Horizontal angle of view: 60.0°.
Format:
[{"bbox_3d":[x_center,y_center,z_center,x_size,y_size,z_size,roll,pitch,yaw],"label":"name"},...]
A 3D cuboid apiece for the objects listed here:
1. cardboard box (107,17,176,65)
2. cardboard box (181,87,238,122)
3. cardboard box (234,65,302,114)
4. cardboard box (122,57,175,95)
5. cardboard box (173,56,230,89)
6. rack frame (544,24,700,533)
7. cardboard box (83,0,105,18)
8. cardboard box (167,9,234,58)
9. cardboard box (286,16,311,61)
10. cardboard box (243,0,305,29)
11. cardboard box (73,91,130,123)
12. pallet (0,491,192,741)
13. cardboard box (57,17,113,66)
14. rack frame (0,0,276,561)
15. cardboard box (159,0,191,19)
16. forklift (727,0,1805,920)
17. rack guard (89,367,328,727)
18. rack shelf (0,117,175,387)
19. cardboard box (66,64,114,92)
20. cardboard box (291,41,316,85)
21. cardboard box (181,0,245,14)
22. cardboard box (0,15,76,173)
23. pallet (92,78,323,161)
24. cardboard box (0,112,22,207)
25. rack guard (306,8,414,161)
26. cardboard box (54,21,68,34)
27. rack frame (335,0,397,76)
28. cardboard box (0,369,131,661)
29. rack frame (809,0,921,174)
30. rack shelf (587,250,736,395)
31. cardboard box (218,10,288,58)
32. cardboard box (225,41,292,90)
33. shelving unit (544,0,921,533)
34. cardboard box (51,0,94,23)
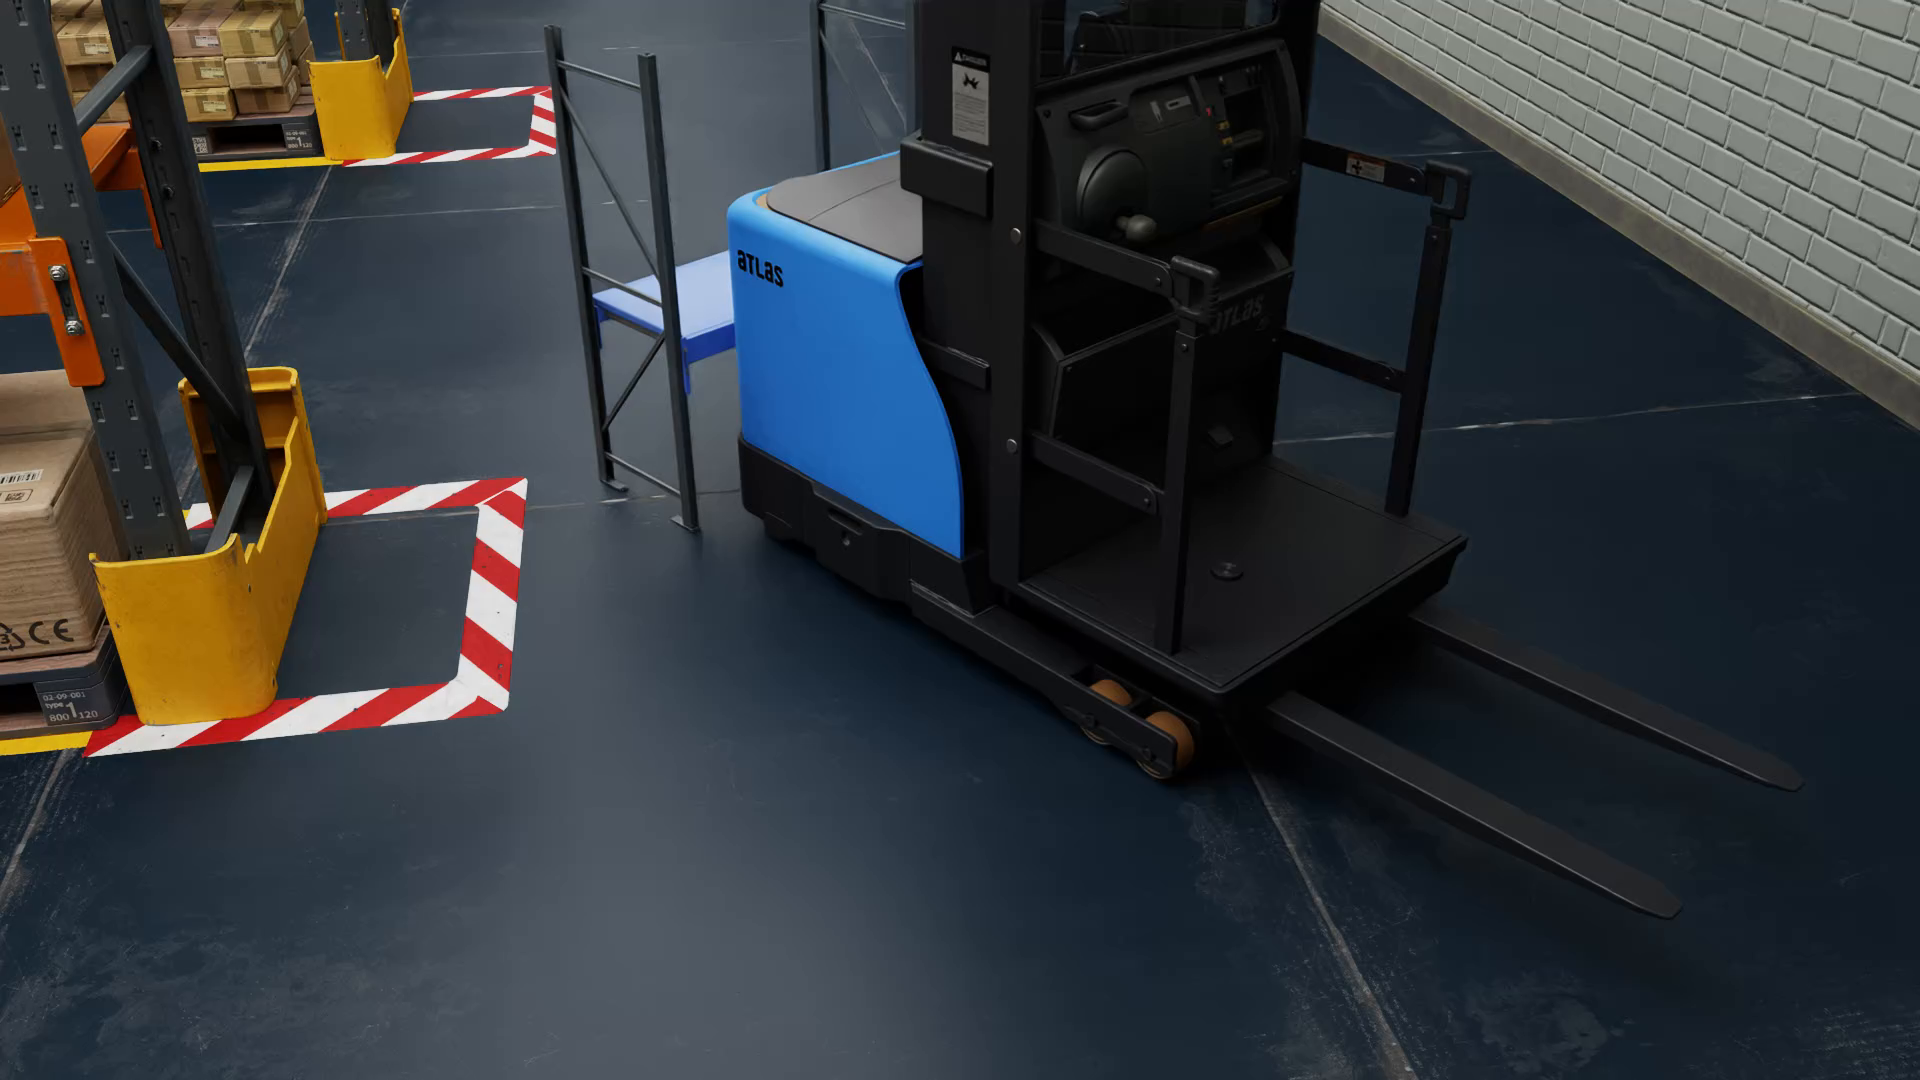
[{"bbox_3d":[-4.102,-2.509,8.370,0.250,0.149,0.380,-6,31,-10],"label":"cardboard box"},{"bbox_3d":[-3.853,-2.283,8.571,0.250,0.149,0.380,-4,31,-7],"label":"cardboard box"},{"bbox_3d":[-3.618,-2.357,8.697,0.250,0.149,0.380,-5,31,-8],"label":"cardboard box"},{"bbox_3d":[-4.117,-2.398,8.474,0.250,0.149,0.380,-7,31,-11],"label":"cardboard box"},{"bbox_3d":[-3.873,-2.450,8.562,0.250,0.149,0.380,-6,31,-10],"label":"cardboard box"},{"bbox_3d":[-1.021,-0.764,5.069,0.500,1.500,0.032,26,39,37],"label":"rack frame"},{"bbox_3d":[-4.464,-2.779,8.828,0.250,0.149,0.380,-7,31,-11],"label":"cardboard box"},{"bbox_3d":[-3.871,-2.596,8.518,0.250,0.149,0.380,-5,31,-8],"label":"cardboard box"},{"bbox_3d":[-3.700,-2.717,9.017,0.250,0.149,0.380,-4,31,-7],"label":"cardboard box"},{"bbox_3d":[-3.715,-2.887,9.012,0.250,0.149,0.380,-7,31,-11],"label":"cardboard box"},{"bbox_3d":[-4.369,-2.273,8.554,0.250,0.149,0.380,-5,31,-8],"label":"cardboard box"},{"bbox_3d":[-2.919,0.216,4.674,1.213,0.211,1.003,-5,31,-9],"label":"pallet"},{"bbox_3d":[-4.369,-2.517,8.383,0.250,0.149,0.380,-7,31,-11],"label":"cardboard box"},{"bbox_3d":[-2.147,-1.098,4.158,0.127,3.000,1.000,-5,31,-9],"label":"rack frame"},{"bbox_3d":[-4.235,-2.843,8.936,0.250,0.149,0.380,-5,31,-9],"label":"cardboard box"},{"bbox_3d":[0.683,-0.954,3.981,1.130,2.935,3.031,-26,39,-36],"label":"forklift"},{"bbox_3d":[-2.123,-0.023,4.795,0.348,0.500,1.175,-5,31,-9],"label":"rack guard"},{"bbox_3d":[-4.114,-0.605,4.030,4.000,0.370,1.077,-5,31,-9],"label":"rack shelf"},{"bbox_3d":[-4.399,-2.425,8.520,0.250,0.149,0.380,-6,31,-10],"label":"cardboard box"},{"bbox_3d":[-3.711,-2.621,9.146,0.250,0.149,0.380,-5,31,-8],"label":"cardboard box"},{"bbox_3d":[-3.964,-2.802,8.867,0.250,0.149,0.380,-5,31,-8],"label":"cardboard box"},{"bbox_3d":[-2.671,-1.240,4.302,0.500,0.500,0.500,-6,31,-9],"label":"cardboard box"},{"bbox_3d":[-4.018,-2.291,8.938,1.213,0.211,1.003,-5,31,-9],"label":"pallet"},{"bbox_3d":[-2.574,-0.965,3.833,0.500,0.500,0.500,-5,31,-9],"label":"cardboard box"},{"bbox_3d":[-3.213,-2.472,8.961,0.348,0.500,1.175,-5,31,-9],"label":"rack guard"},{"bbox_3d":[-4.623,-2.465,8.294,0.250,0.149,0.380,-4,31,-7],"label":"cardboard box"},{"bbox_3d":[-3.138,-3.557,8.340,0.127,3.000,1.000,-5,31,-9],"label":"rack frame"},{"bbox_3d":[-2.778,-0.064,4.514,0.875,0.438,0.875,-6,31,-11],"label":"cardboard box"},{"bbox_3d":[-0.311,-1.133,5.697,0.500,1.500,0.032,26,39,37],"label":"rack frame"},{"bbox_3d":[-0.666,-0.793,5.474,0.538,0.185,1.000,26,39,37],"label":"rack shelf"},{"bbox_3d":[-3.613,-2.591,8.508,0.250,0.149,0.380,-5,31,-8],"label":"cardboard box"},{"bbox_3d":[-3.606,-2.447,8.556,0.250,0.149,0.380,-6,31,-10],"label":"cardboard box"},{"bbox_3d":[-0.666,-0.948,5.383,0.538,1.500,1.048,26,39,37],"label":"shelving unit"},{"bbox_3d":[-4.739,-2.758,8.793,0.250,0.149,0.380,-4,31,-7],"label":"cardboard box"}]
